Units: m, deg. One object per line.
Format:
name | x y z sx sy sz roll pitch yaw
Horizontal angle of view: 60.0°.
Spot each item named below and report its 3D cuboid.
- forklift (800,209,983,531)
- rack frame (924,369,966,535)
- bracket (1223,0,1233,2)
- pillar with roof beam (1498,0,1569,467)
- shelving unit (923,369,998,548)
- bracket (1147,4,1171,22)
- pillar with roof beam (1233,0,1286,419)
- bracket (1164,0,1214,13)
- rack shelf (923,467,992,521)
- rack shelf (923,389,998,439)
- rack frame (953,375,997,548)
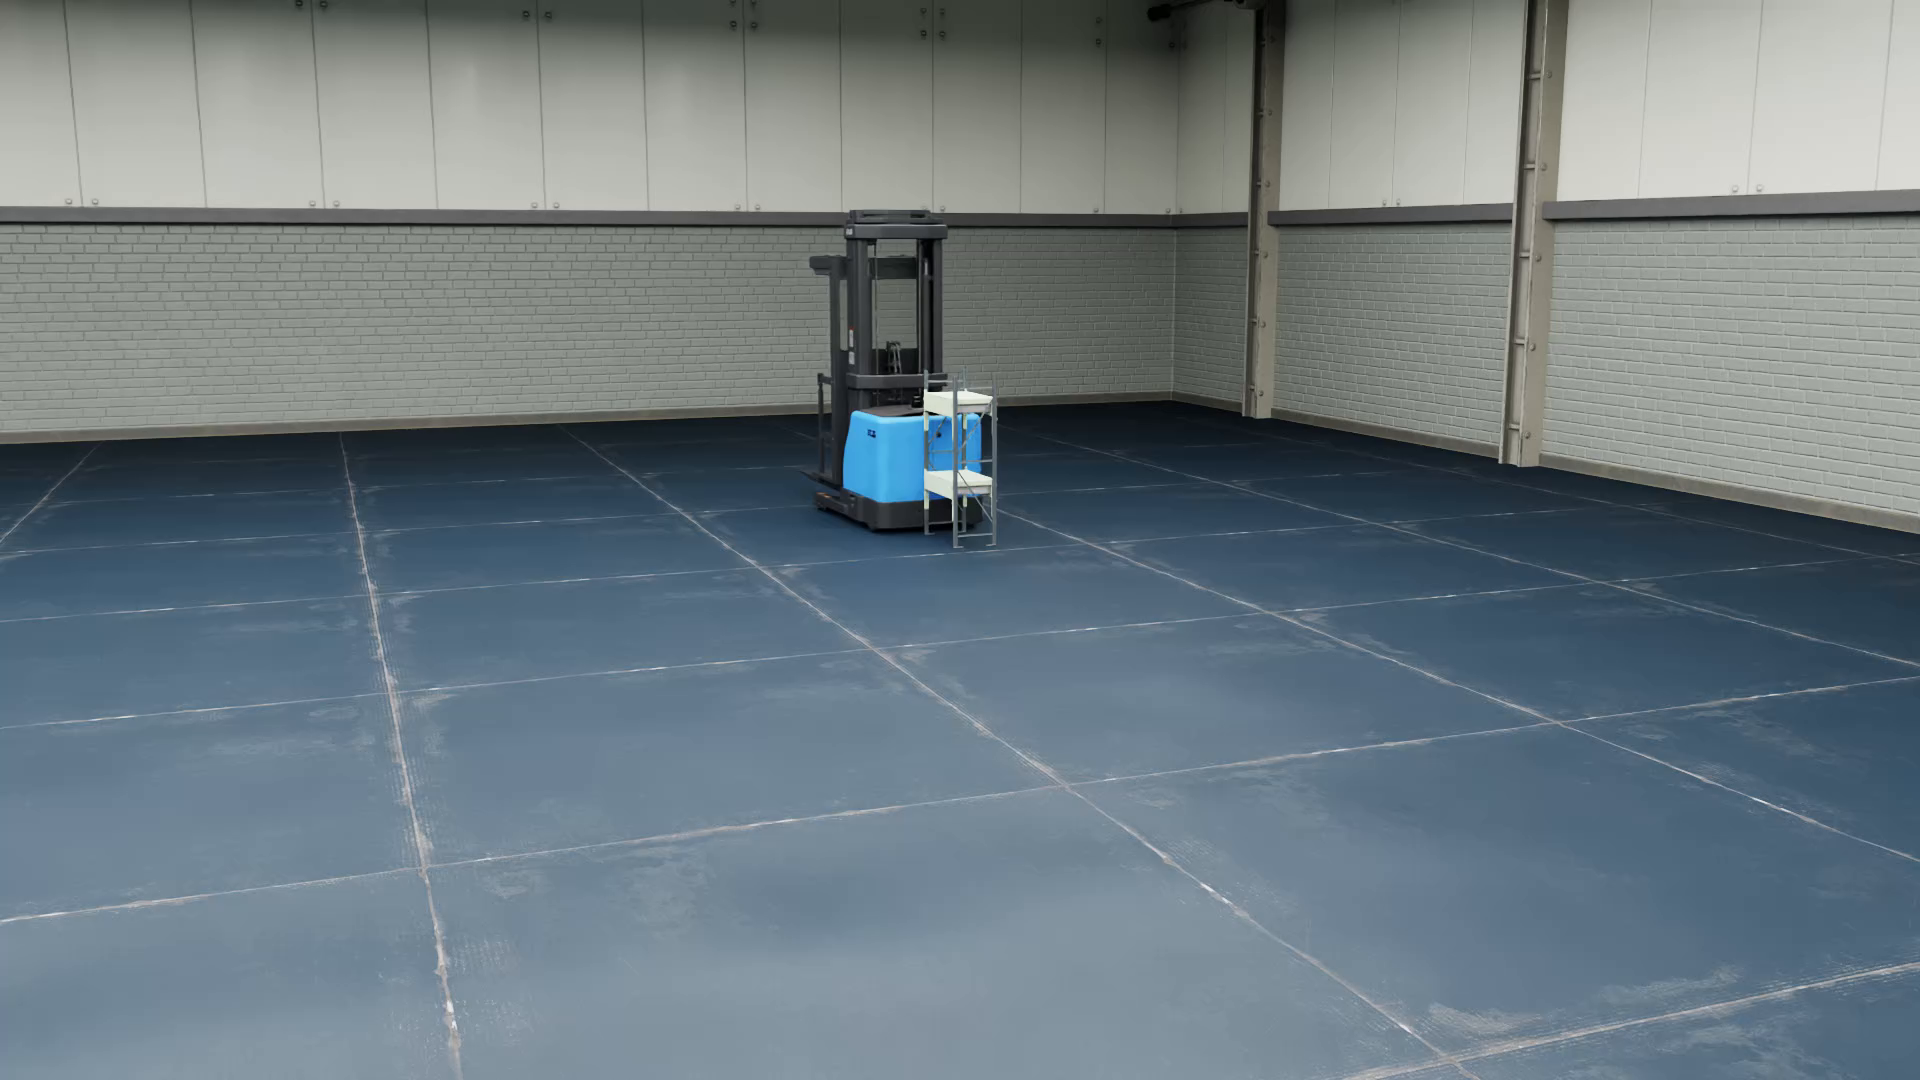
forklift | -0.821 -1.748 16.376 1.130 2.935 3.031 -4 11 -22
rack frame | -0.135 -0.799 15.131 0.400 1.500 0.023 -4 11 -21
bracket | 4.087 -8.139 24.701 0.235 0.232 0.430 -4 11 -21
pillar with roof beam | 2.731 -5.069 17.721 9.100 9.000 0.400 -4 11 -21
shelving unit | -0.002 -0.739 14.795 0.431 1.500 0.755 -4 11 -21
bracket | 3.229 -8.526 26.876 0.235 0.232 0.430 -4 11 -21
pillar with roof beam | 0.556 -6.048 23.227 9.100 9.000 0.548 -4 11 -21
bracket | 3.443 -8.429 26.334 0.076 0.066 3.189 -4 11 -21
rack shelf | -0.002 -0.419 14.852 0.431 0.370 0.720 -4 11 -21
rack shelf | -0.002 -1.124 14.727 0.431 0.370 0.720 -4 11 -21
rack frame | 0.130 -0.680 14.459 0.400 1.500 0.023 -4 11 -21
